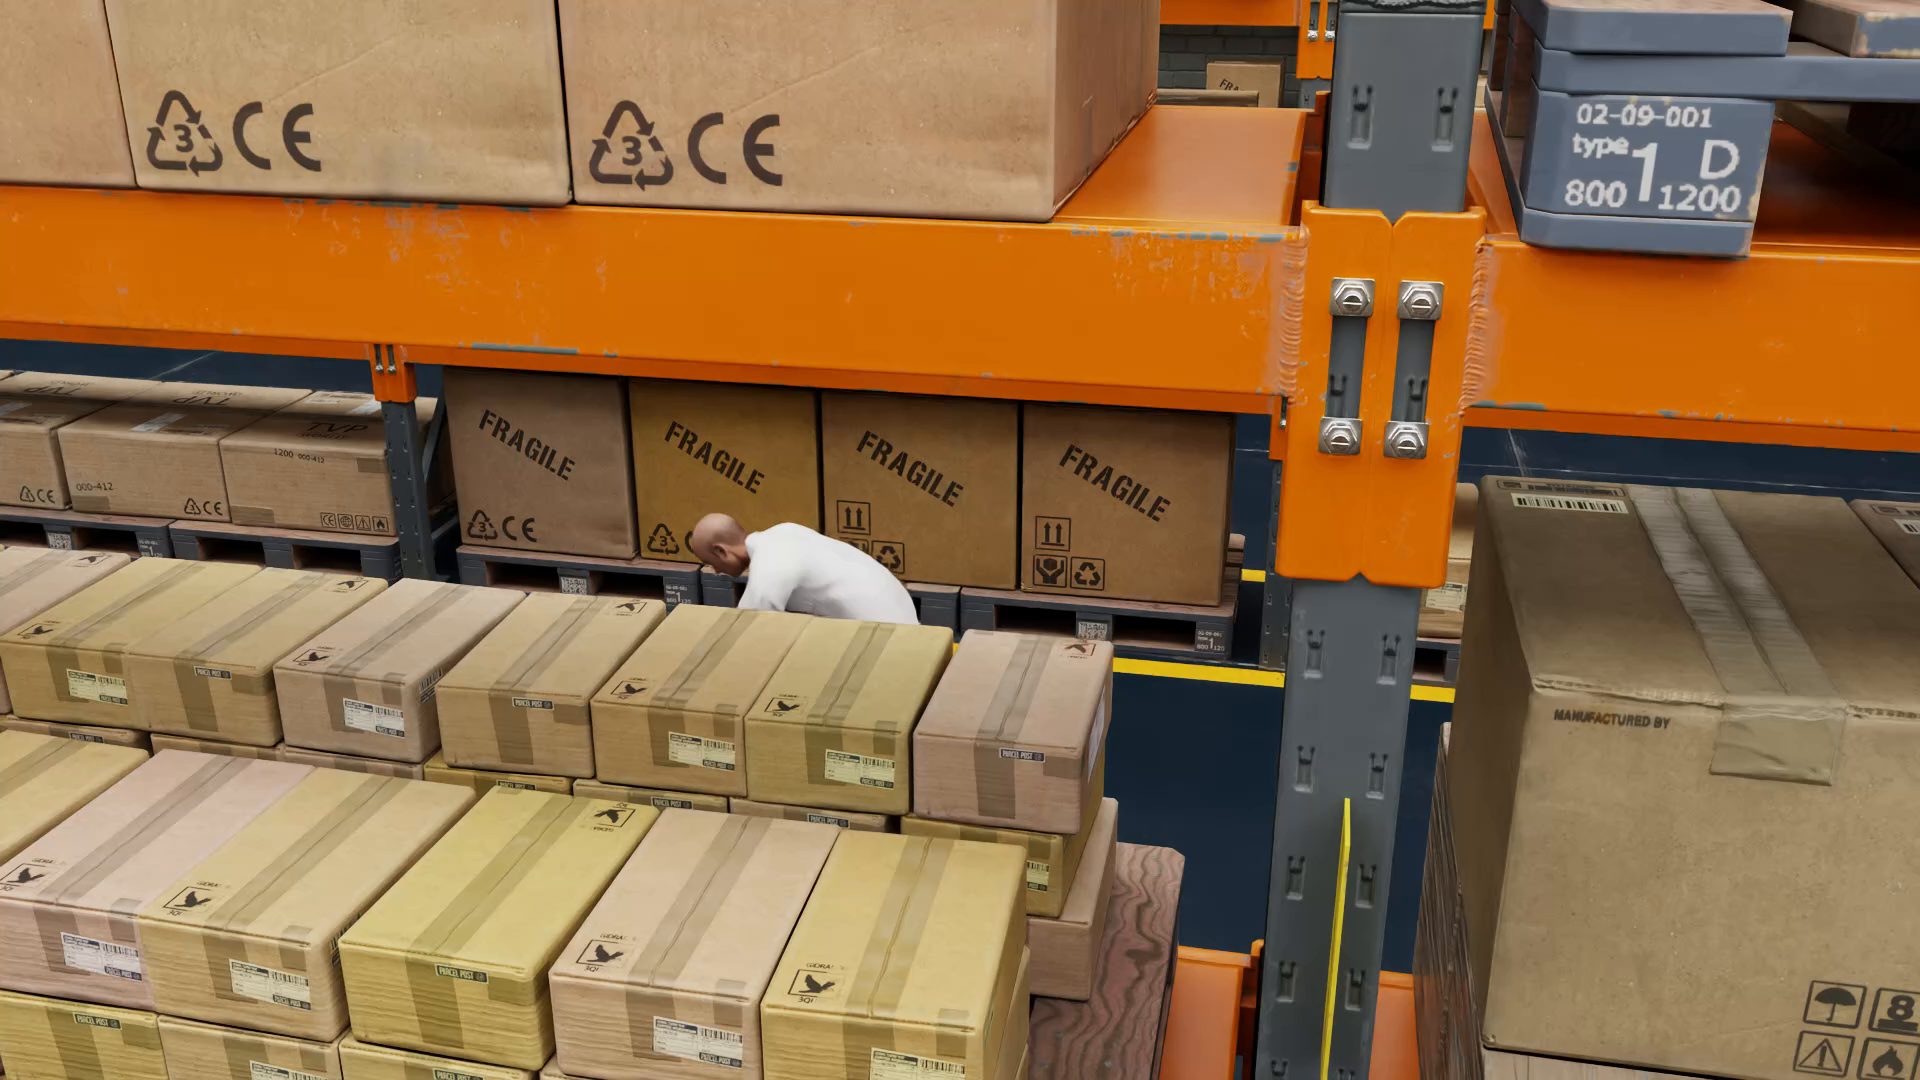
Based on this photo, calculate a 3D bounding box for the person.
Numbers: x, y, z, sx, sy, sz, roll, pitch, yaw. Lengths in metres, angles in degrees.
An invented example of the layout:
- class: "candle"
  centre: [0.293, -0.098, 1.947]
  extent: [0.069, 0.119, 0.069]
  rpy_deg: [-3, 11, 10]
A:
- class: "person"
  centre: [-0.614, 0.321, 6.503]
  extent: [0.908, 0.895, 0.602]
  rpy_deg: [4, 22, 11]
